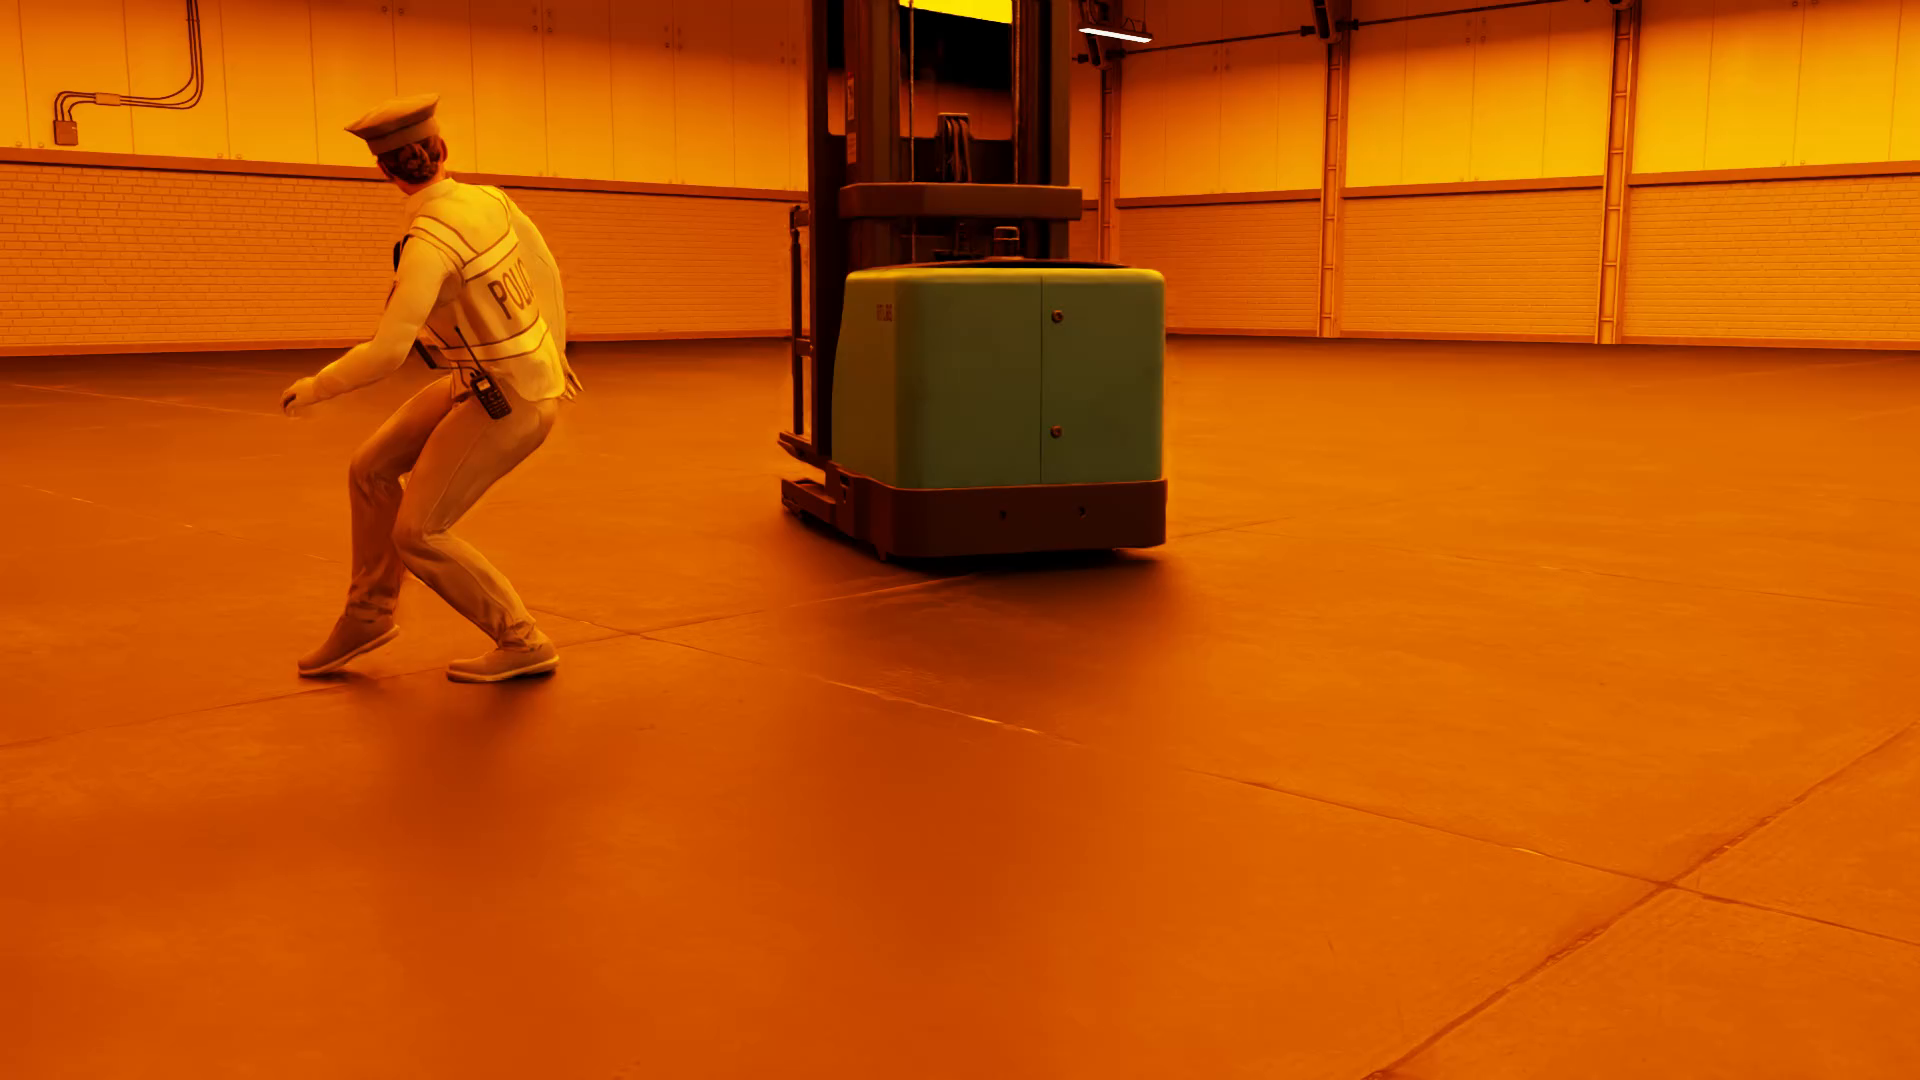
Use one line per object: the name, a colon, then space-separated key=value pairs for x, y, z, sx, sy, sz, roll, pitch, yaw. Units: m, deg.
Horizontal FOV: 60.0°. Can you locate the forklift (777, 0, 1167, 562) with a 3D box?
forklift: x=-0.169 y=-1.550 z=7.169 sx=1.130 sy=2.935 sz=3.031 roll=-3 pitch=9 yaw=-18

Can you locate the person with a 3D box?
person: x=-1.388 y=-0.392 z=4.373 sx=0.729 sy=1.502 sz=0.700 roll=-1 pitch=9 yaw=-8
